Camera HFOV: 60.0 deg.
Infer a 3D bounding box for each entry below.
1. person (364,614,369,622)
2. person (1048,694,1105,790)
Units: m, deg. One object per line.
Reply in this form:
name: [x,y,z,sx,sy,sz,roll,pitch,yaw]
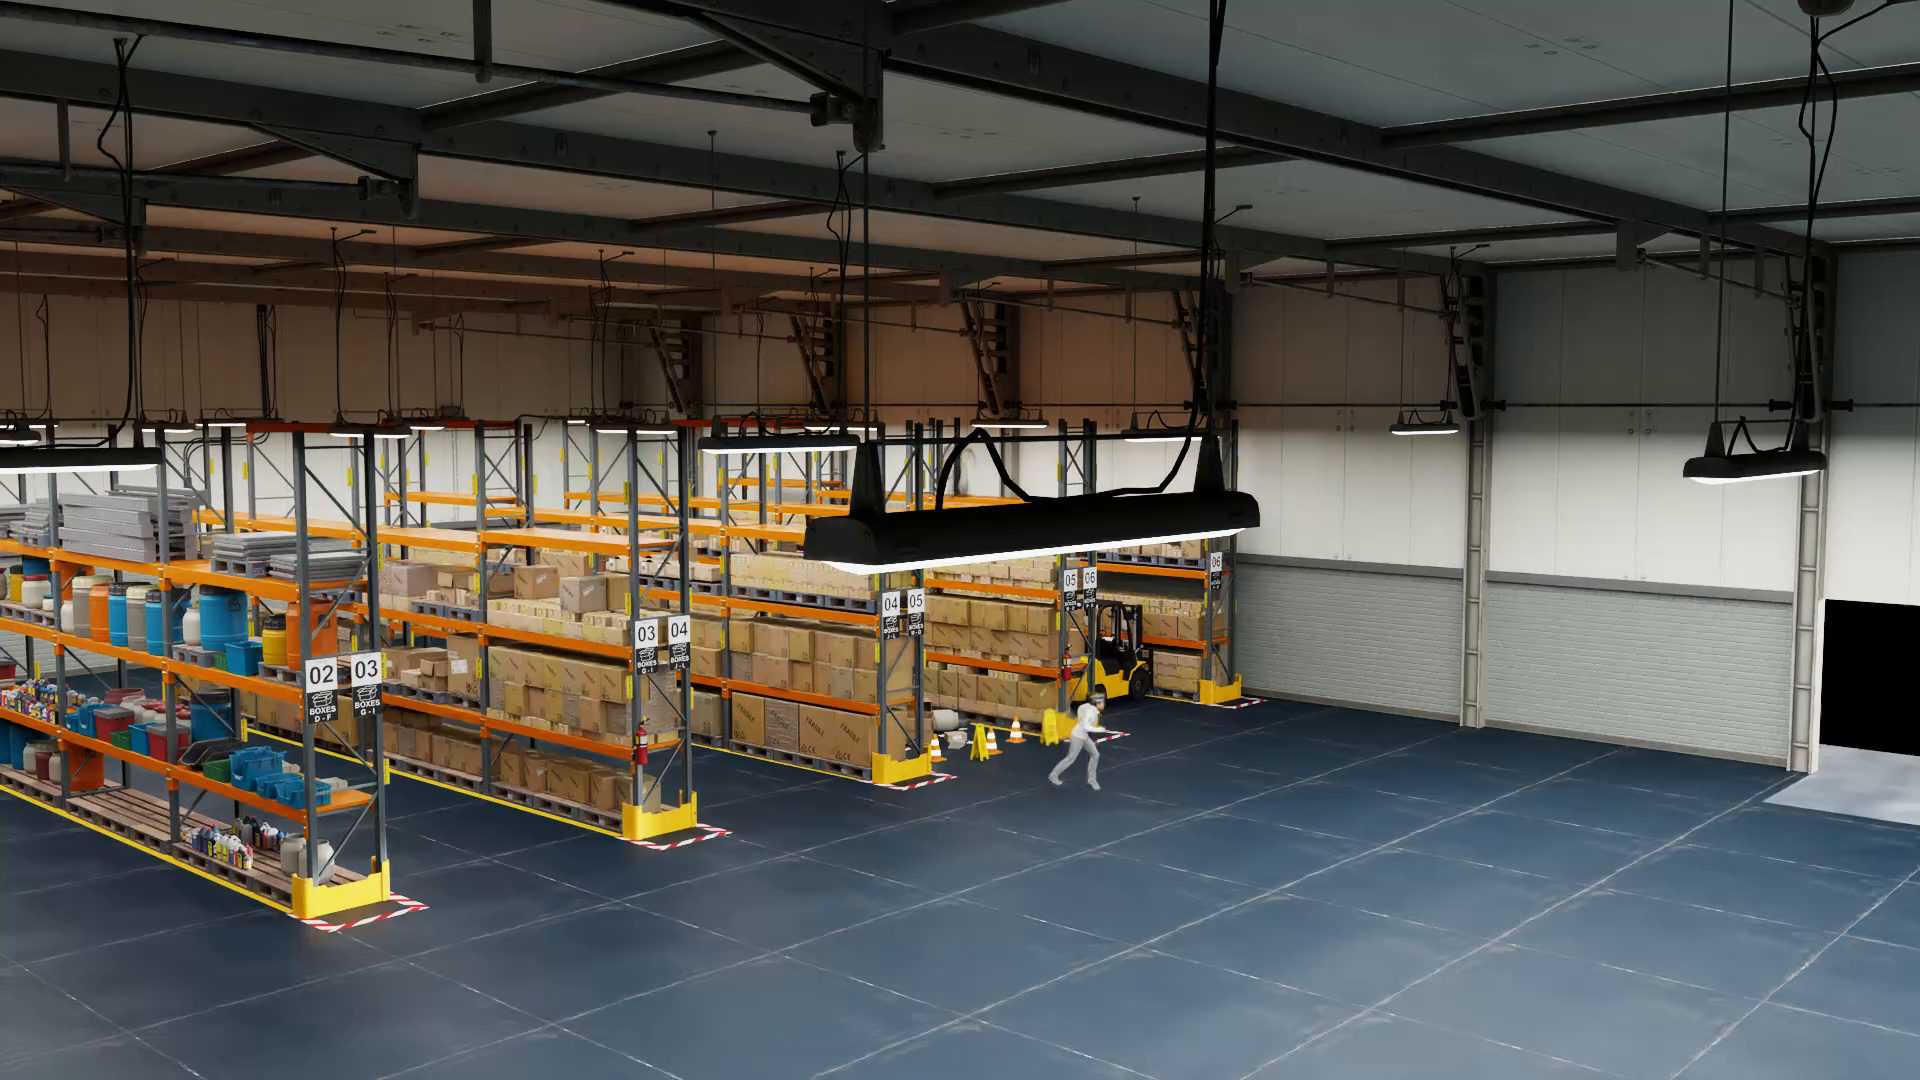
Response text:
person: [-13.938,2.366,38.926,0.631,1.595,0.512,2,5,28]
person: [1.928,3.331,27.415,0.951,1.621,0.655,1,5,8]
